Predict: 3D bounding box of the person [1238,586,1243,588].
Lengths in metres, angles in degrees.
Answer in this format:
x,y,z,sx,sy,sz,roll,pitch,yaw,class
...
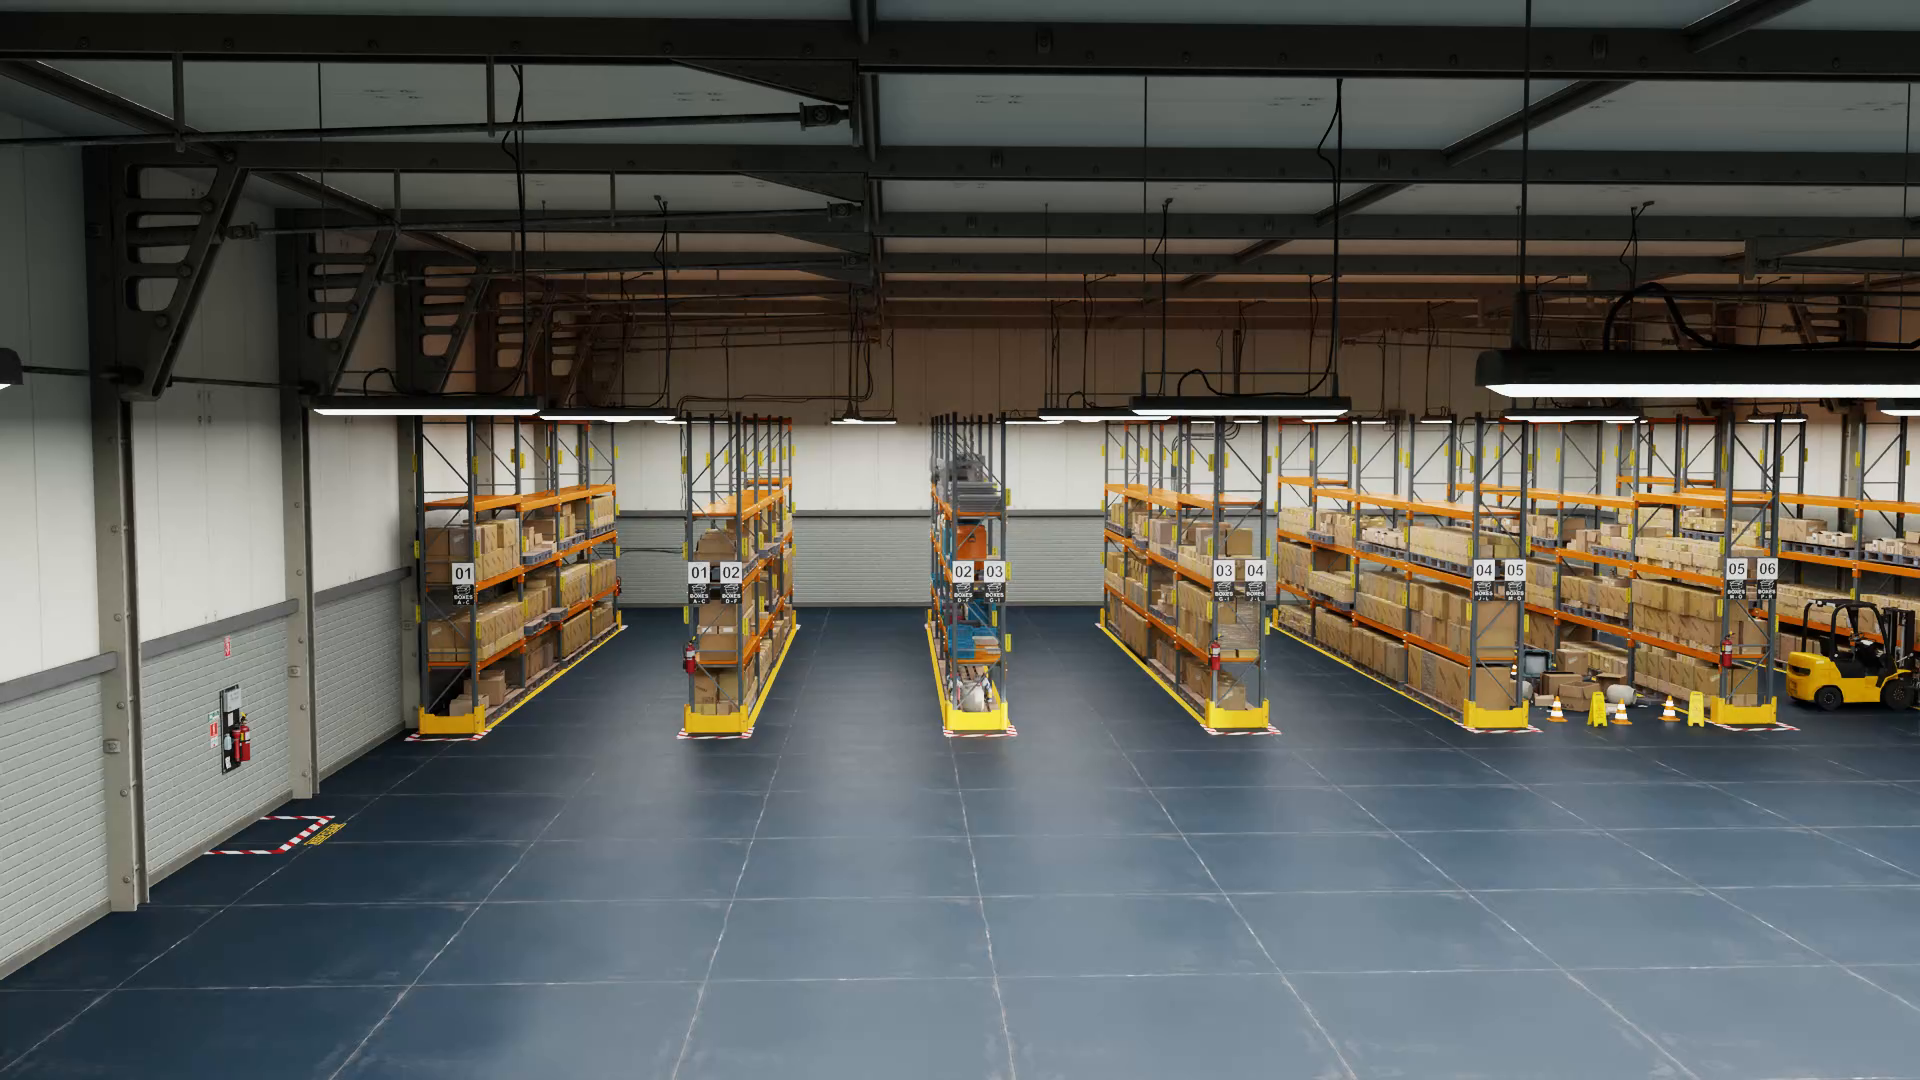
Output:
x,y,z,sx,sy,sz,roll,pitch,yaw,class
7.830,1.724,47.644,0.627,1.518,0.836,1,4,12,person

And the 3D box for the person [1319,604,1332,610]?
x,y,z,sx,sy,sz,roll,pitch,yaw,class
10.779,1.610,49.063,0.564,1.559,0.569,0,4,-2,person
